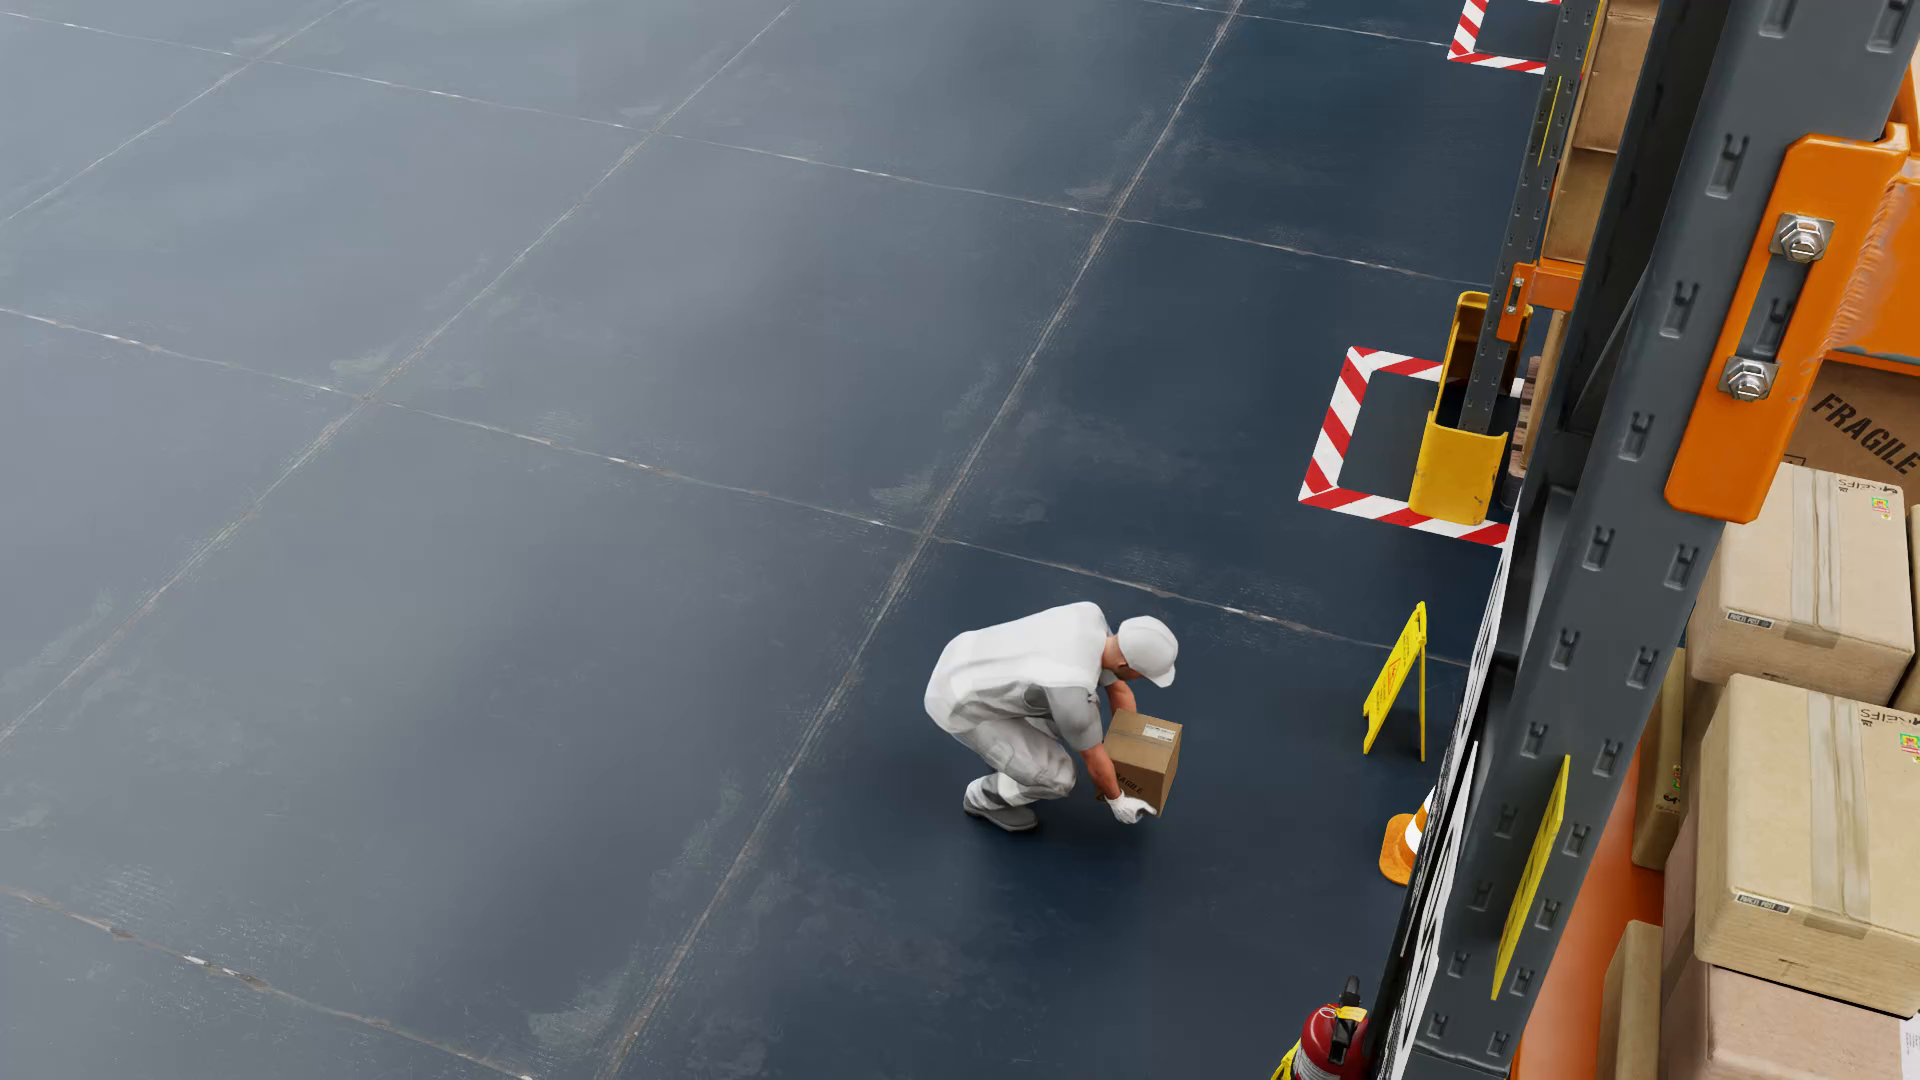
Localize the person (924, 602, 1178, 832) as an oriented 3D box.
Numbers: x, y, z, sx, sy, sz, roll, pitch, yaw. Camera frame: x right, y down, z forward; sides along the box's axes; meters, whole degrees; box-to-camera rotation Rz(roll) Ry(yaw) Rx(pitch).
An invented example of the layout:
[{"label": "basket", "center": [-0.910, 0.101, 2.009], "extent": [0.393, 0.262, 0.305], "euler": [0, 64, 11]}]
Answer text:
[{"label": "person", "center": [0.333, 0.615, 6.047], "extent": [0.907, 0.993, 0.541], "euler": [13, 43, 14]}]
